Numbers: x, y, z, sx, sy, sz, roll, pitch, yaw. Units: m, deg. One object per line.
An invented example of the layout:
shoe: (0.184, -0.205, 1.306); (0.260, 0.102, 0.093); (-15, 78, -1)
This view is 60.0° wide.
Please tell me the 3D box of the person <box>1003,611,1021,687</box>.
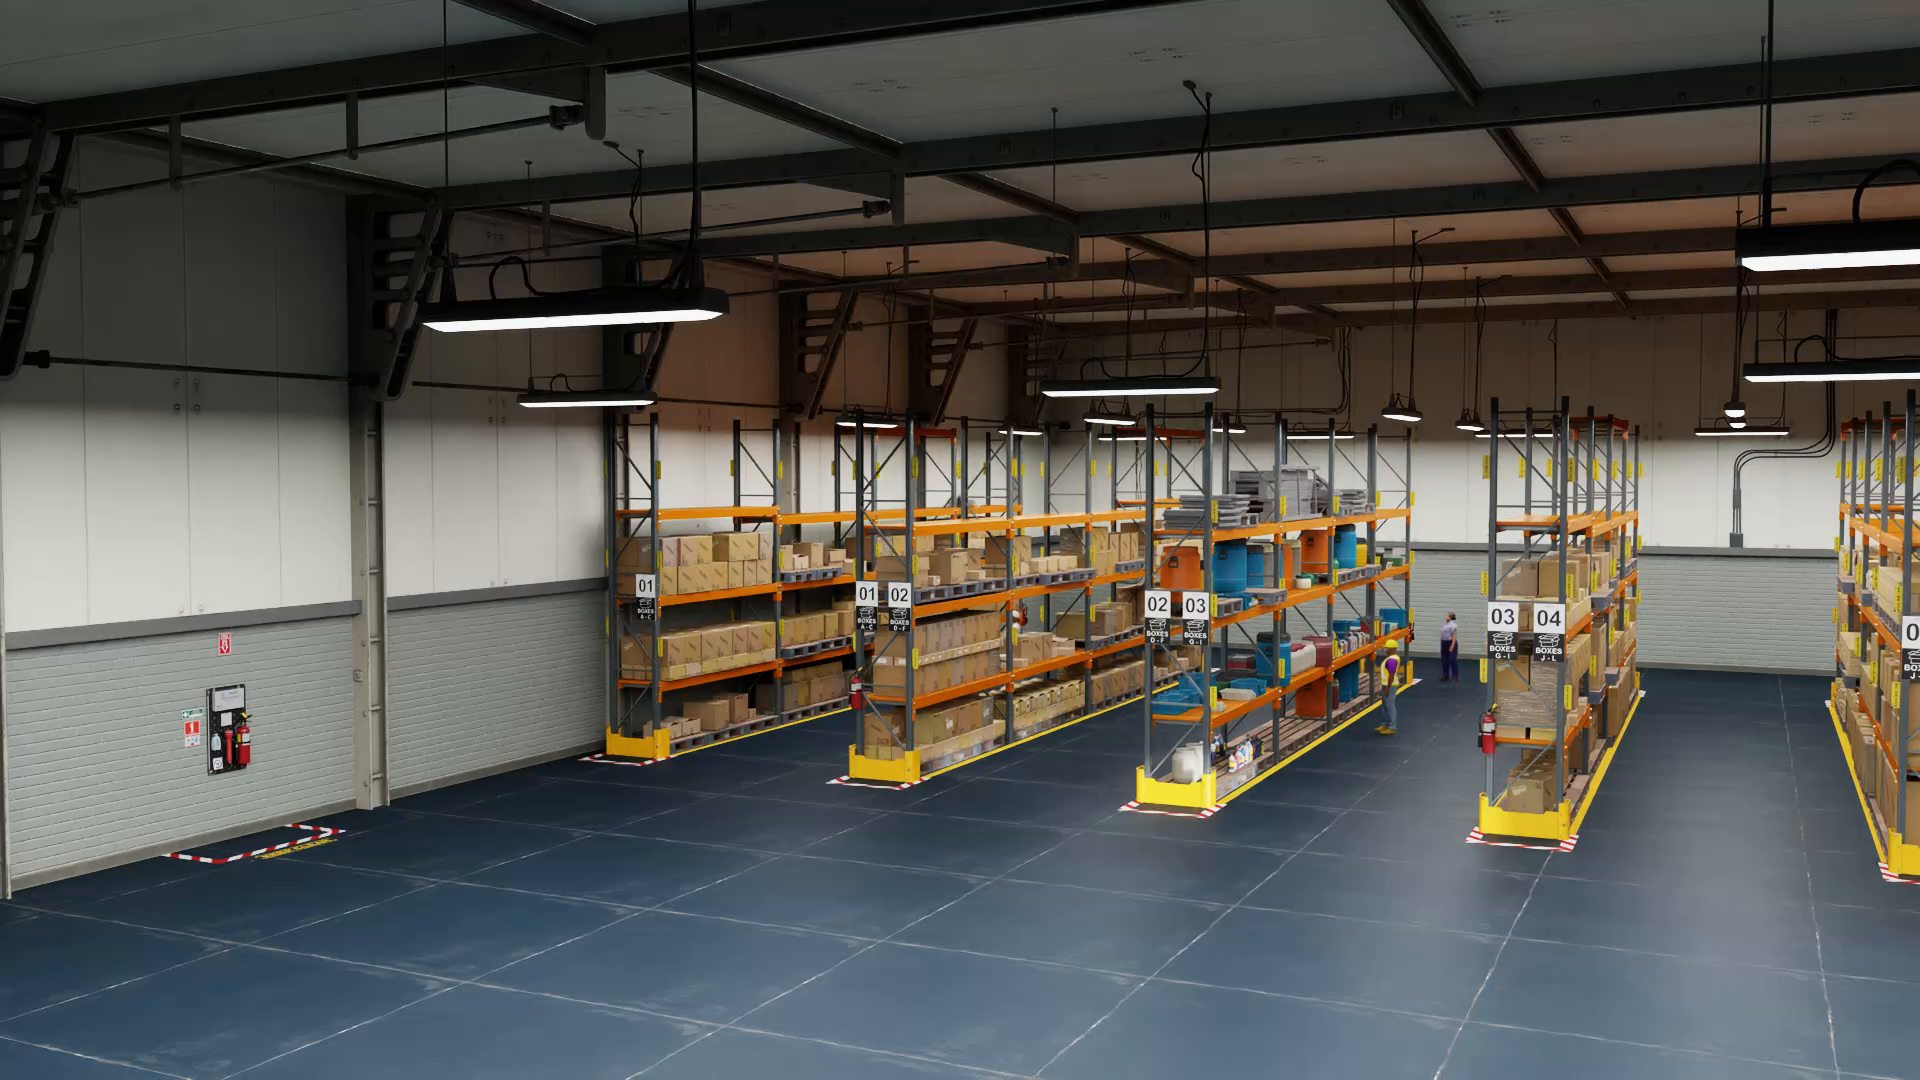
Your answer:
person: (1.196, 2.506, 38.158); (0.394, 1.770, 0.614); (0, 2, 6)

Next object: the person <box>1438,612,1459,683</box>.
person: (11.588, 2.541, 39.391); (0.344, 1.677, 0.518); (-1, 3, -29)

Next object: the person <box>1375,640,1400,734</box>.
person: (8.171, 2.782, 31.698); (0.474, 1.763, 0.627); (0, 2, 2)
